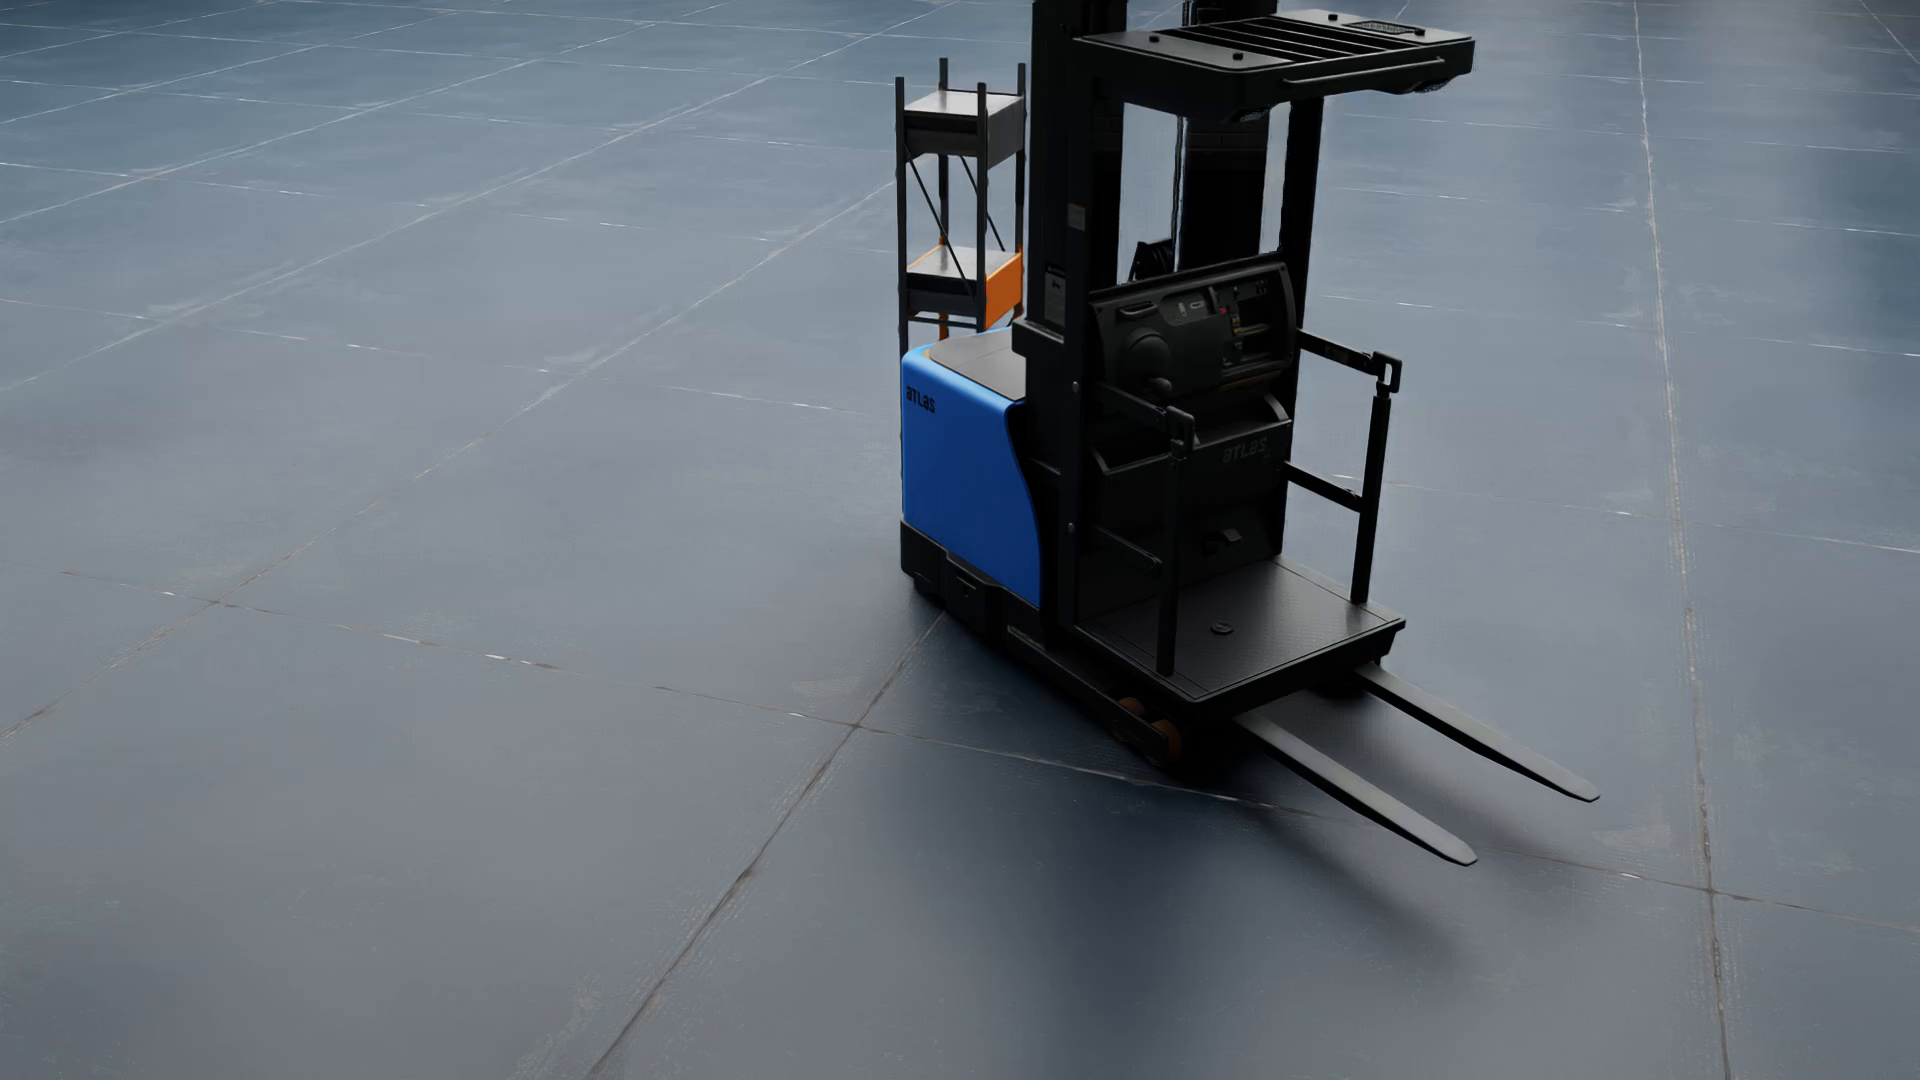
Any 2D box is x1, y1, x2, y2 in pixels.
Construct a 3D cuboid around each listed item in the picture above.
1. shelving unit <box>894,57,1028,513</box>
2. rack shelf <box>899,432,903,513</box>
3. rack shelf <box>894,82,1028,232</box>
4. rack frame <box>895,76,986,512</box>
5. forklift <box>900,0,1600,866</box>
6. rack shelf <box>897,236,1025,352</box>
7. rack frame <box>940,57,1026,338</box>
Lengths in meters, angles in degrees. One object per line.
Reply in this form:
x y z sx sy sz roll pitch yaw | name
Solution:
0.009 -1.050 7.510 0.431 2.100 0.503 10 28 19 | shelving unit
0.009 -0.408 7.821 0.431 0.518 0.480 10 28 19 | rack shelf
0.009 -1.668 7.211 0.431 0.518 0.480 10 28 19 | rack shelf
-0.080 -0.951 7.306 0.400 2.100 0.015 10 28 19 | rack frame
0.987 -0.735 5.905 1.130 2.935 3.031 -17 30 -31 | forklift
0.009 -1.038 7.516 0.431 0.518 0.480 10 28 19 | rack shelf
0.099 -1.149 7.714 0.400 2.100 0.015 10 28 19 | rack frame
